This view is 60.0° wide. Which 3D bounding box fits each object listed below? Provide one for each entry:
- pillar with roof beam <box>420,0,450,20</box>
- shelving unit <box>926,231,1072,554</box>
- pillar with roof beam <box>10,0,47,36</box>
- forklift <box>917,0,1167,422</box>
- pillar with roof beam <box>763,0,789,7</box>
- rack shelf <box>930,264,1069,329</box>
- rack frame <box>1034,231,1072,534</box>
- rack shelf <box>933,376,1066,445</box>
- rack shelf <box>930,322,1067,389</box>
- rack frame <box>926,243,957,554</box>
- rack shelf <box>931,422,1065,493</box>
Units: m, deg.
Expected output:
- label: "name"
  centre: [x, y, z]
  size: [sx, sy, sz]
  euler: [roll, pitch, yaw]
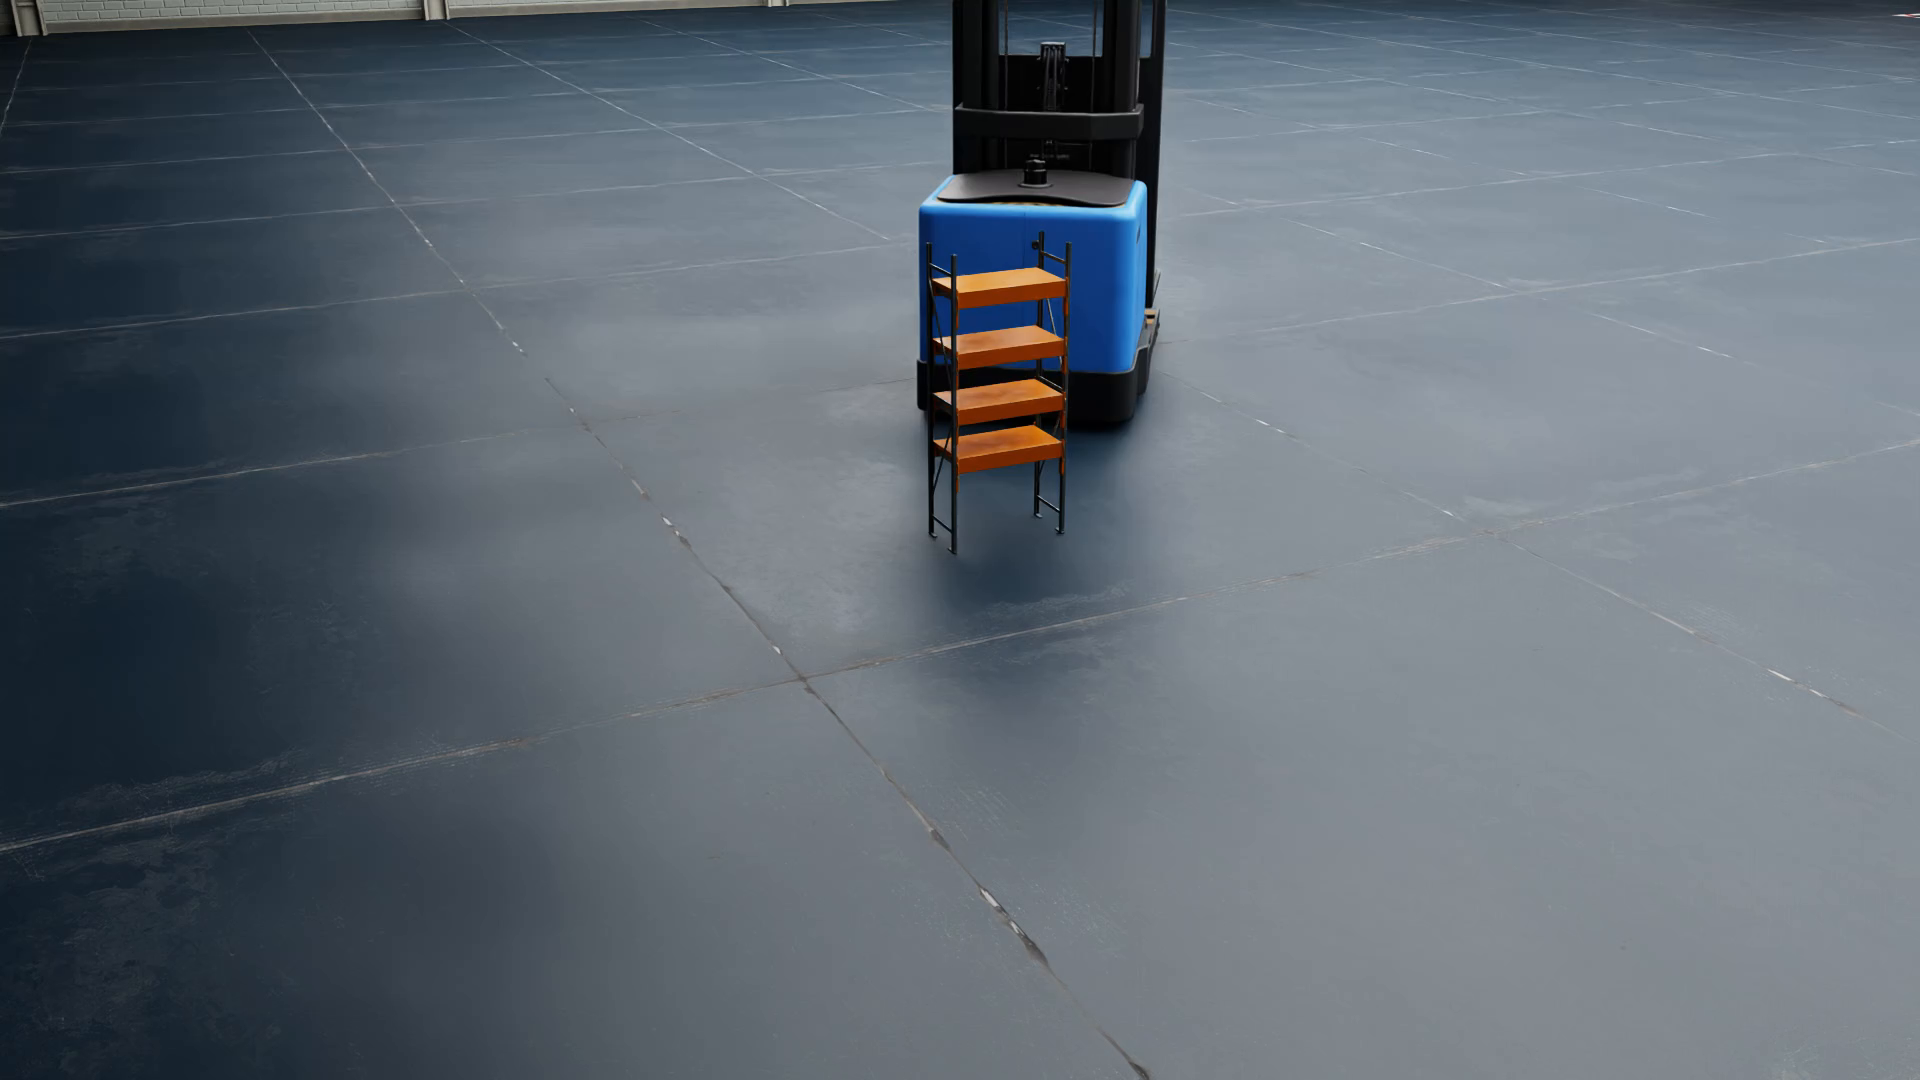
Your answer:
- label: "pillar with roof beam"
  centre: [-6.883, -11.381, 22.479]
  size: [0.400, 9.000, 9.100]
  euler: [-10, 25, -24]
- label: "shelving unit"
  centre: [0.149, -0.582, 6.587]
  size: [0.503, 1.200, 0.258]
  euler: [-10, 25, -24]
- label: "pillar with roof beam"
  centre: [-12.289, -10.386, 20.074]
  size: [0.400, 9.000, 9.100]
  euler: [-10, 25, -24]
- label: "forklift"
  centre: [0.545, -2.449, 8.834]
  size: [1.130, 2.935, 3.031]
  euler: [4, 23, 9]
- label: "pillar with roof beam"
  centre: [-1.476, -12.376, 24.883]
  size: [0.400, 9.000, 9.100]
  euler: [-10, 25, -24]
- label: "rack shelf"
  centre: [0.149, -0.945, 6.437]
  size: [0.480, 0.148, 0.258]
  euler: [-10, 25, -24]
- label: "rack frame"
  centre: [0.369, -0.622, 6.685]
  size: [0.015, 1.200, 0.240]
  euler: [-10, 25, -24]
- label: "rack shelf"
  centre: [0.149, -0.520, 6.613]
  size: [0.480, 0.148, 0.258]
  euler: [-10, 25, -24]
- label: "rack shelf"
  centre: [0.149, -0.726, 6.527]
  size: [0.480, 0.148, 0.258]
  euler: [-10, 25, -24]
- label: "rack frame"
  centre: [-0.071, -0.541, 6.489]
  size: [0.015, 1.200, 0.240]
  euler: [-10, 25, -24]
- label: "rack shelf"
  centre: [0.149, -0.336, 6.689]
  size: [0.480, 0.148, 0.258]
  euler: [-10, 25, -24]
